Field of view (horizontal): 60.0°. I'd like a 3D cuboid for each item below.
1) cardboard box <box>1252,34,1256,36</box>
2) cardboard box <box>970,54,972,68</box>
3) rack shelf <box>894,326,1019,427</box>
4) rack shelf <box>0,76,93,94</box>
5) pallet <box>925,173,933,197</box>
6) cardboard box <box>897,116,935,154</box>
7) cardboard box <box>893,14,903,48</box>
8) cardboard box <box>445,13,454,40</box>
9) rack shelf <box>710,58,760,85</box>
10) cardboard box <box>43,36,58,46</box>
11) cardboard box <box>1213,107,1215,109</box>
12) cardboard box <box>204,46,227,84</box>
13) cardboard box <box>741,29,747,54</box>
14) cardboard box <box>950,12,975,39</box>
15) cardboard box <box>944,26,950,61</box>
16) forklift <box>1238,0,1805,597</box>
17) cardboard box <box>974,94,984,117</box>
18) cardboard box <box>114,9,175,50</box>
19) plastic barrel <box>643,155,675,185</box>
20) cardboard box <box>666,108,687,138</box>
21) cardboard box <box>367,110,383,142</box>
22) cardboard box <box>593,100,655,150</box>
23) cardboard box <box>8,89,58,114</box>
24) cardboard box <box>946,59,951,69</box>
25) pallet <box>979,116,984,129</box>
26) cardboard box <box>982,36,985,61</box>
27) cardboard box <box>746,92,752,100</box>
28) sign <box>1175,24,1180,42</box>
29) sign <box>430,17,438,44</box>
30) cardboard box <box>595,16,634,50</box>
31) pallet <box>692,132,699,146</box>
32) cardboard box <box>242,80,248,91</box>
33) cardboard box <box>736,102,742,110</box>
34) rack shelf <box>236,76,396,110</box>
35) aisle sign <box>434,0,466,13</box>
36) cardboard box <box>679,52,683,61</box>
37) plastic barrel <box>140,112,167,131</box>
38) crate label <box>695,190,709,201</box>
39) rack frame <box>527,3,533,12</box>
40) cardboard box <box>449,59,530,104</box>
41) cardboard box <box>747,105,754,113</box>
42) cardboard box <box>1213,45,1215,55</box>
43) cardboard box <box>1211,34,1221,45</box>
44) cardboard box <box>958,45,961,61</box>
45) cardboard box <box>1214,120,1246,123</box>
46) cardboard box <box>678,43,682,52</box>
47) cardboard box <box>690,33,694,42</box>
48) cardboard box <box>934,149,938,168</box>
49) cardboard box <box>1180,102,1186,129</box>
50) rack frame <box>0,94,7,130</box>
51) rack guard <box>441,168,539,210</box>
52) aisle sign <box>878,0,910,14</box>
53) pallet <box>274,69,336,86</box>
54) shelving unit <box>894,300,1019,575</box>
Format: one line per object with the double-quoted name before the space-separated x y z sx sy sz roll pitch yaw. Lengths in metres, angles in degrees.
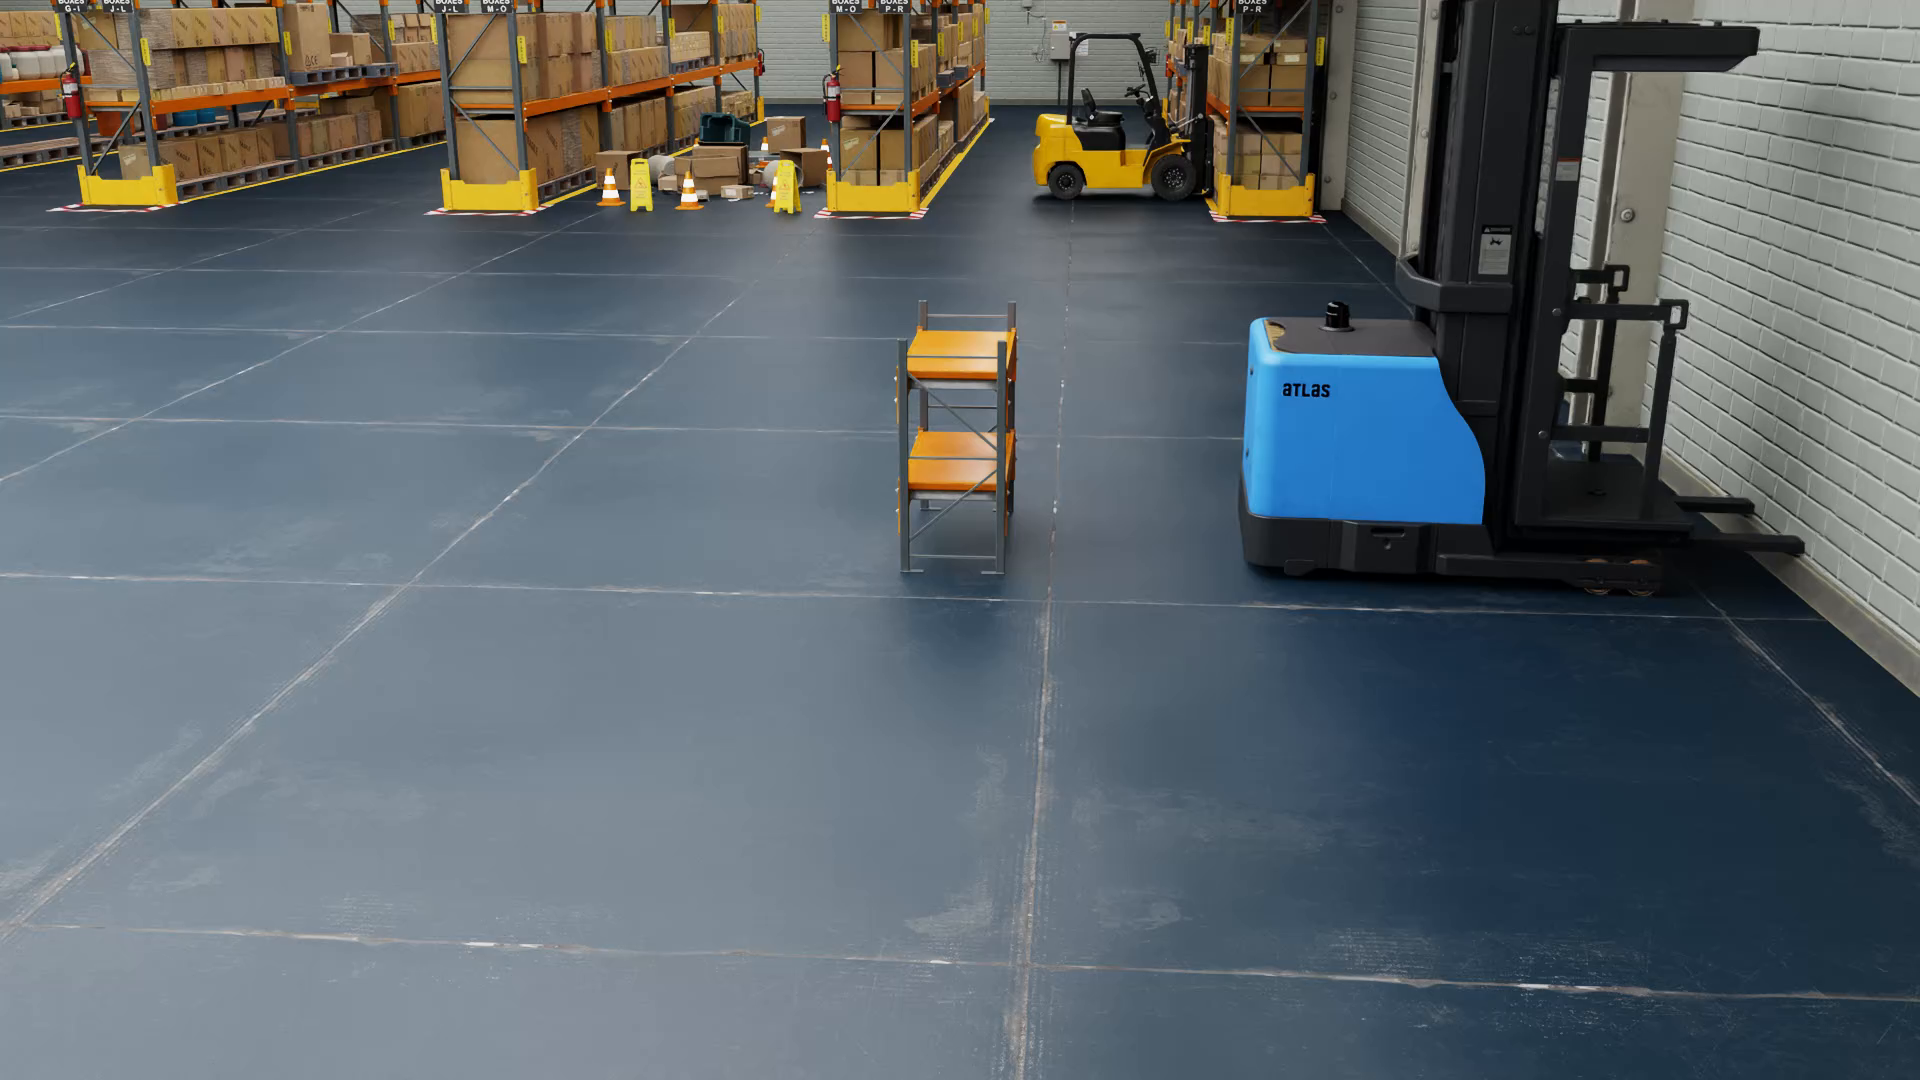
"cardboard box" 4.345 -7.092 23.570 0.380 0.149 0.250 1 18 2
"cardboard box" -0.033 -9.156 31.789 0.500 0.250 0.500 1 18 3
"rack shelf" 0.000 -0.815 8.163 0.538 0.278 1.000 1 18 4
"rack shelf" -15.507 -7.499 27.646 1.077 0.370 4.000 1 18 4
"pallet" -0.923 -4.973 23.261 1.003 0.211 1.213 1 18 4
"cardboard box" -0.635 -5.789 23.810 0.500 0.500 0.500 2 18 5
"cardboard box" -1.141 -6.942 22.549 0.700 0.500 0.500 1 18 4
"cardboard box" -10.174 -9.919 32.106 0.797 0.503 0.637 1 18 2
"rack shelf" -5.053 -9.731 34.457 1.077 0.370 4.000 1 18 4
"cardboard box" -19.602 -10.488 35.452 0.500 0.500 0.500 1 18 3
"cardboard box" 4.354 -6.898 27.796 0.875 0.625 0.625 2 18 6
"cardboard box" -10.887 -6.693 23.393 0.875 0.500 0.500 1 18 4
"cardboard box" -4.754 -10.420 34.767 0.500 0.500 0.500 1 18 4
"cardboard box" 0.024 -10.037 32.472 0.500 0.500 0.500 1 18 4
"cardboard box" -0.421 -7.724 25.866 0.500 0.500 0.500 1 18 4
"forklift" 2.910 -1.309 7.711 3.031 2.935 1.130 2 18 7
"cardboard box" 0.030 -9.105 34.833 0.875 0.438 0.875 2 18 5
"cardboard box" -10.686 -6.695 21.794 0.500 0.500 0.500 1 18 4
"plastic barrel" -4.321 -5.356 24.088 0.512 0.421 0.421 17 25 41
"cardboard box" -5.178 -7.435 29.635 0.500 0.500 0.500 1 18 2
"cardboard box" -10.451 -7.164 28.776 0.700 0.500 0.500 0 18 1
"cardboard box" -5.676 -6.881 27.543 1.050 0.750 0.750 2 18 5
"cardboard box" -19.888 -9.422 35.663 0.797 0.503 0.637 1 18 4
"cardboard box" -0.350 -7.537 26.335 0.380 0.149 0.250 2 18 6
"pallet" -0.035 -8.661 34.517 1.003 0.211 1.213 1 18 4
"cardboard box" 0.264 -10.506 35.509 0.500 0.500 0.500 1 18 4
"cardboard box" -4.662 -9.491 35.519 0.380 0.149 0.250 1 18 3
"sign" 4.157 -9.684 31.769 0.100 0.325 0.005 1 18 4
"sign" -6.597 -6.404 20.909 0.100 0.325 0.005 1 18 4
"cardboard box" -5.631 -8.117 26.612 0.700 0.500 0.500 1 18 3
"pallet" -5.336 -7.504 30.986 1.003 0.211 1.213 1 18 4
"cardboard box" -10.594 -6.607 24.174 0.380 0.149 0.250 1 18 4
"cardboard box" -4.752 -9.022 34.565 0.380 0.149 0.250 1 18 4
"rack shelf" -10.567 -7.388 27.308 1.077 0.370 4.000 1 18 4
"aisle sign" -6.361 -6.944 20.624 0.394 0.787 0.004 1 18 4
"cardboard box" -5.194 -8.675 29.808 0.380 0.149 0.250 2 18 6
"plastic barrel" -15.264 -8.018 31.275 0.600 0.588 0.708 1 18 4
"crate label" -3.505 -4.612 22.278 0.250 0.136 0.298 -9 20 -25
"rack frame" -9.850 -10.836 36.675 1.000 3.000 0.127 1 18 4
"cardboard box" -6.075 -5.912 21.407 0.875 0.550 0.550 1 18 4
"cardboard box" -4.657 -9.288 35.856 0.380 0.149 0.250 2 18 6
"cardboard box" 3.840 -7.041 23.890 0.380 0.149 0.250 1 18 3
"cardboard box" 3.807 -7.183 23.846 0.380 0.149 0.250 2 18 5
"cardboard box" -0.256 -8.448 28.826 0.500 0.250 0.500 1 18 4
"cardboard box" 3.707 -5.689 23.104 0.500 0.250 0.500 2 18 6
"cardboard box" -5.197 -8.822 29.780 0.380 0.149 0.250 1 18 4
"cardboard box" -5.125 -9.280 30.702 0.380 0.149 0.250 0 18 1
"cardboard box" -0.600 -5.591 24.410 0.500 0.250 0.500 2 18 6
"cardboard box" 4.412 -7.963 31.249 0.500 0.500 0.500 1 18 3
"rack frame" -20.017 -9.816 33.562 1.000 3.000 0.127 1 18 4
"rack guard" -6.059 -4.529 21.442 1.175 0.500 0.348 1 18 4
"aisle sign" -0.808 -6.854 20.350 0.394 0.787 0.004 1 18 4
"pallet" -10.510 -7.252 26.045 1.003 0.211 1.213 1 18 4
"shelving unit" 0.000 -0.537 8.254 0.538 1.125 1.048 1 18 4
